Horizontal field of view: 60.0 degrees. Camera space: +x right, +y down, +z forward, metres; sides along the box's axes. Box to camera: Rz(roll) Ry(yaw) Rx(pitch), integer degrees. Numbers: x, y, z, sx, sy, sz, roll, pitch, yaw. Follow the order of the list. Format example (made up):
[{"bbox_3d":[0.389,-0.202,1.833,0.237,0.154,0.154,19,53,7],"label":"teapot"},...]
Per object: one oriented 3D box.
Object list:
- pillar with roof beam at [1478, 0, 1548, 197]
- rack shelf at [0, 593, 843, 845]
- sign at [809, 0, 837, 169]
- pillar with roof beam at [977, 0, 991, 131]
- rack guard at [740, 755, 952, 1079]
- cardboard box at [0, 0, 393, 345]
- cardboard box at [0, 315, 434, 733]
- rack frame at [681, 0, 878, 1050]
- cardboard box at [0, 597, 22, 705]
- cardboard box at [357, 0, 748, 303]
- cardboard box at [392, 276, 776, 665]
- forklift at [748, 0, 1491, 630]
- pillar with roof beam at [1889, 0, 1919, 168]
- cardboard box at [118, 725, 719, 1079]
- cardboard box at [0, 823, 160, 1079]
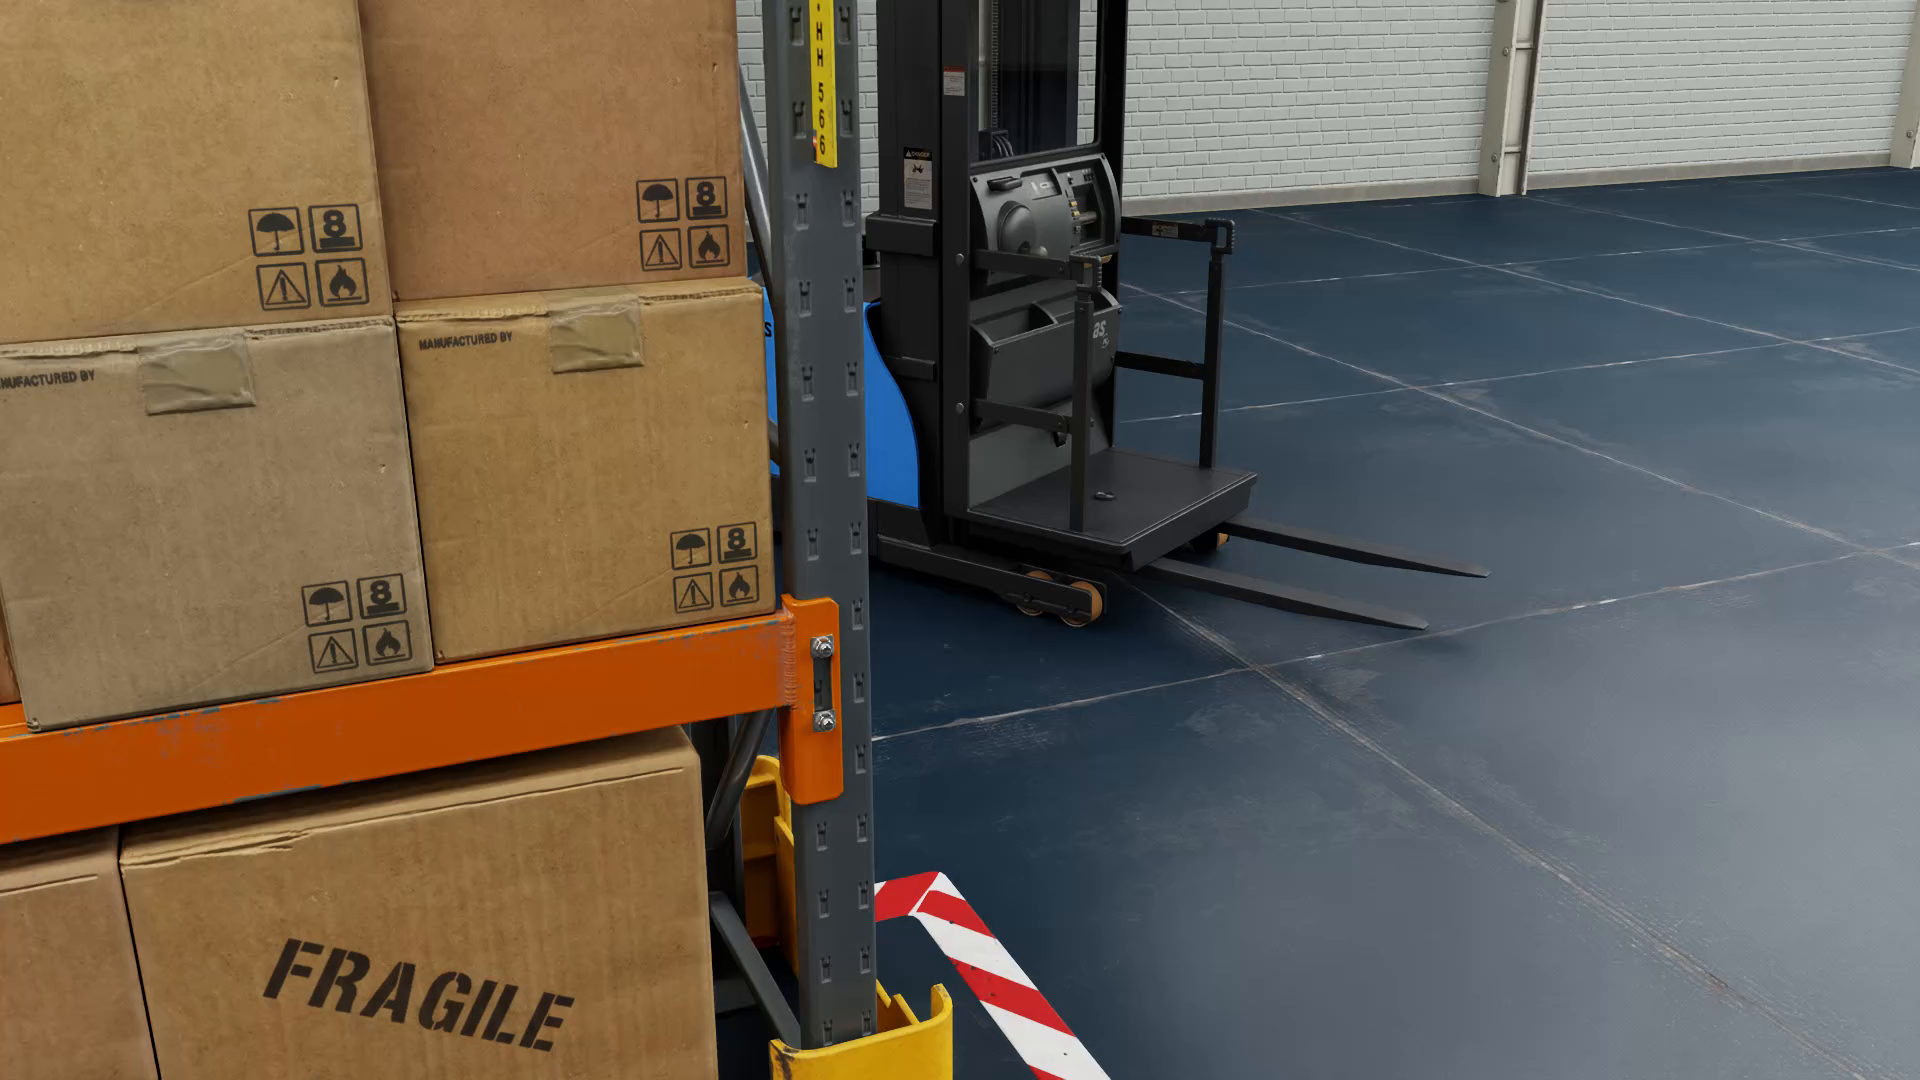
[{"bbox_3d":[7.299,-6.513,11.969,0.400,9.000,9.100,-8,21,-22],"label":"pillar with roof beam"},{"bbox_3d":[-2.241,0.378,2.515,4.000,0.370,1.077,-8,21,-22],"label":"rack shelf"},{"bbox_3d":[-0.203,-0.715,2.436,0.005,0.325,0.100,-8,21,-22],"label":"sign"},{"bbox_3d":[1.790,-5.723,9.728,0.400,9.000,9.100,-8,21,-22],"label":"pillar with roof beam"},{"bbox_3d":[-0.383,0.951,3.567,0.348,0.500,1.175,-8,21,-22],"label":"rack guard"},{"bbox_3d":[-1.230,-0.667,2.548,0.550,0.550,0.875,-8,21,-22],"label":"cardboard box"},{"bbox_3d":[-1.224,-0.154,2.716,0.550,0.550,0.875,-8,21,-22],"label":"cardboard box"},{"bbox_3d":[-0.405,-0.225,3.143,0.127,3.000,1.000,-8,21,-22],"label":"rack frame"},{"bbox_3d":[-1.788,-0.118,2.616,0.550,0.550,0.875,-8,21,-22],"label":"cardboard box"},{"bbox_3d":[-0.761,-0.768,2.834,0.550,0.550,0.875,-8,21,-22],"label":"cardboard box"},{"bbox_3d":[-0.728,-0.233,2.940,0.550,0.550,0.875,-8,21,-22],"label":"cardboard box"},{"bbox_3d":[0.504,-1.261,6.191,3.031,2.935,1.130,13,23,34],"label":"forklift"},{"bbox_3d":[12.809,-7.302,14.211,0.400,9.000,9.100,-8,21,-22],"label":"pillar with roof beam"},{"bbox_3d":[-1.001,0.689,3.116,0.875,0.875,0.875,-8,21,-22],"label":"cardboard box"},{"bbox_3d":[-1.809,0.805,2.785,0.875,0.875,0.875,-9,21,-23],"label":"cardboard box"}]
